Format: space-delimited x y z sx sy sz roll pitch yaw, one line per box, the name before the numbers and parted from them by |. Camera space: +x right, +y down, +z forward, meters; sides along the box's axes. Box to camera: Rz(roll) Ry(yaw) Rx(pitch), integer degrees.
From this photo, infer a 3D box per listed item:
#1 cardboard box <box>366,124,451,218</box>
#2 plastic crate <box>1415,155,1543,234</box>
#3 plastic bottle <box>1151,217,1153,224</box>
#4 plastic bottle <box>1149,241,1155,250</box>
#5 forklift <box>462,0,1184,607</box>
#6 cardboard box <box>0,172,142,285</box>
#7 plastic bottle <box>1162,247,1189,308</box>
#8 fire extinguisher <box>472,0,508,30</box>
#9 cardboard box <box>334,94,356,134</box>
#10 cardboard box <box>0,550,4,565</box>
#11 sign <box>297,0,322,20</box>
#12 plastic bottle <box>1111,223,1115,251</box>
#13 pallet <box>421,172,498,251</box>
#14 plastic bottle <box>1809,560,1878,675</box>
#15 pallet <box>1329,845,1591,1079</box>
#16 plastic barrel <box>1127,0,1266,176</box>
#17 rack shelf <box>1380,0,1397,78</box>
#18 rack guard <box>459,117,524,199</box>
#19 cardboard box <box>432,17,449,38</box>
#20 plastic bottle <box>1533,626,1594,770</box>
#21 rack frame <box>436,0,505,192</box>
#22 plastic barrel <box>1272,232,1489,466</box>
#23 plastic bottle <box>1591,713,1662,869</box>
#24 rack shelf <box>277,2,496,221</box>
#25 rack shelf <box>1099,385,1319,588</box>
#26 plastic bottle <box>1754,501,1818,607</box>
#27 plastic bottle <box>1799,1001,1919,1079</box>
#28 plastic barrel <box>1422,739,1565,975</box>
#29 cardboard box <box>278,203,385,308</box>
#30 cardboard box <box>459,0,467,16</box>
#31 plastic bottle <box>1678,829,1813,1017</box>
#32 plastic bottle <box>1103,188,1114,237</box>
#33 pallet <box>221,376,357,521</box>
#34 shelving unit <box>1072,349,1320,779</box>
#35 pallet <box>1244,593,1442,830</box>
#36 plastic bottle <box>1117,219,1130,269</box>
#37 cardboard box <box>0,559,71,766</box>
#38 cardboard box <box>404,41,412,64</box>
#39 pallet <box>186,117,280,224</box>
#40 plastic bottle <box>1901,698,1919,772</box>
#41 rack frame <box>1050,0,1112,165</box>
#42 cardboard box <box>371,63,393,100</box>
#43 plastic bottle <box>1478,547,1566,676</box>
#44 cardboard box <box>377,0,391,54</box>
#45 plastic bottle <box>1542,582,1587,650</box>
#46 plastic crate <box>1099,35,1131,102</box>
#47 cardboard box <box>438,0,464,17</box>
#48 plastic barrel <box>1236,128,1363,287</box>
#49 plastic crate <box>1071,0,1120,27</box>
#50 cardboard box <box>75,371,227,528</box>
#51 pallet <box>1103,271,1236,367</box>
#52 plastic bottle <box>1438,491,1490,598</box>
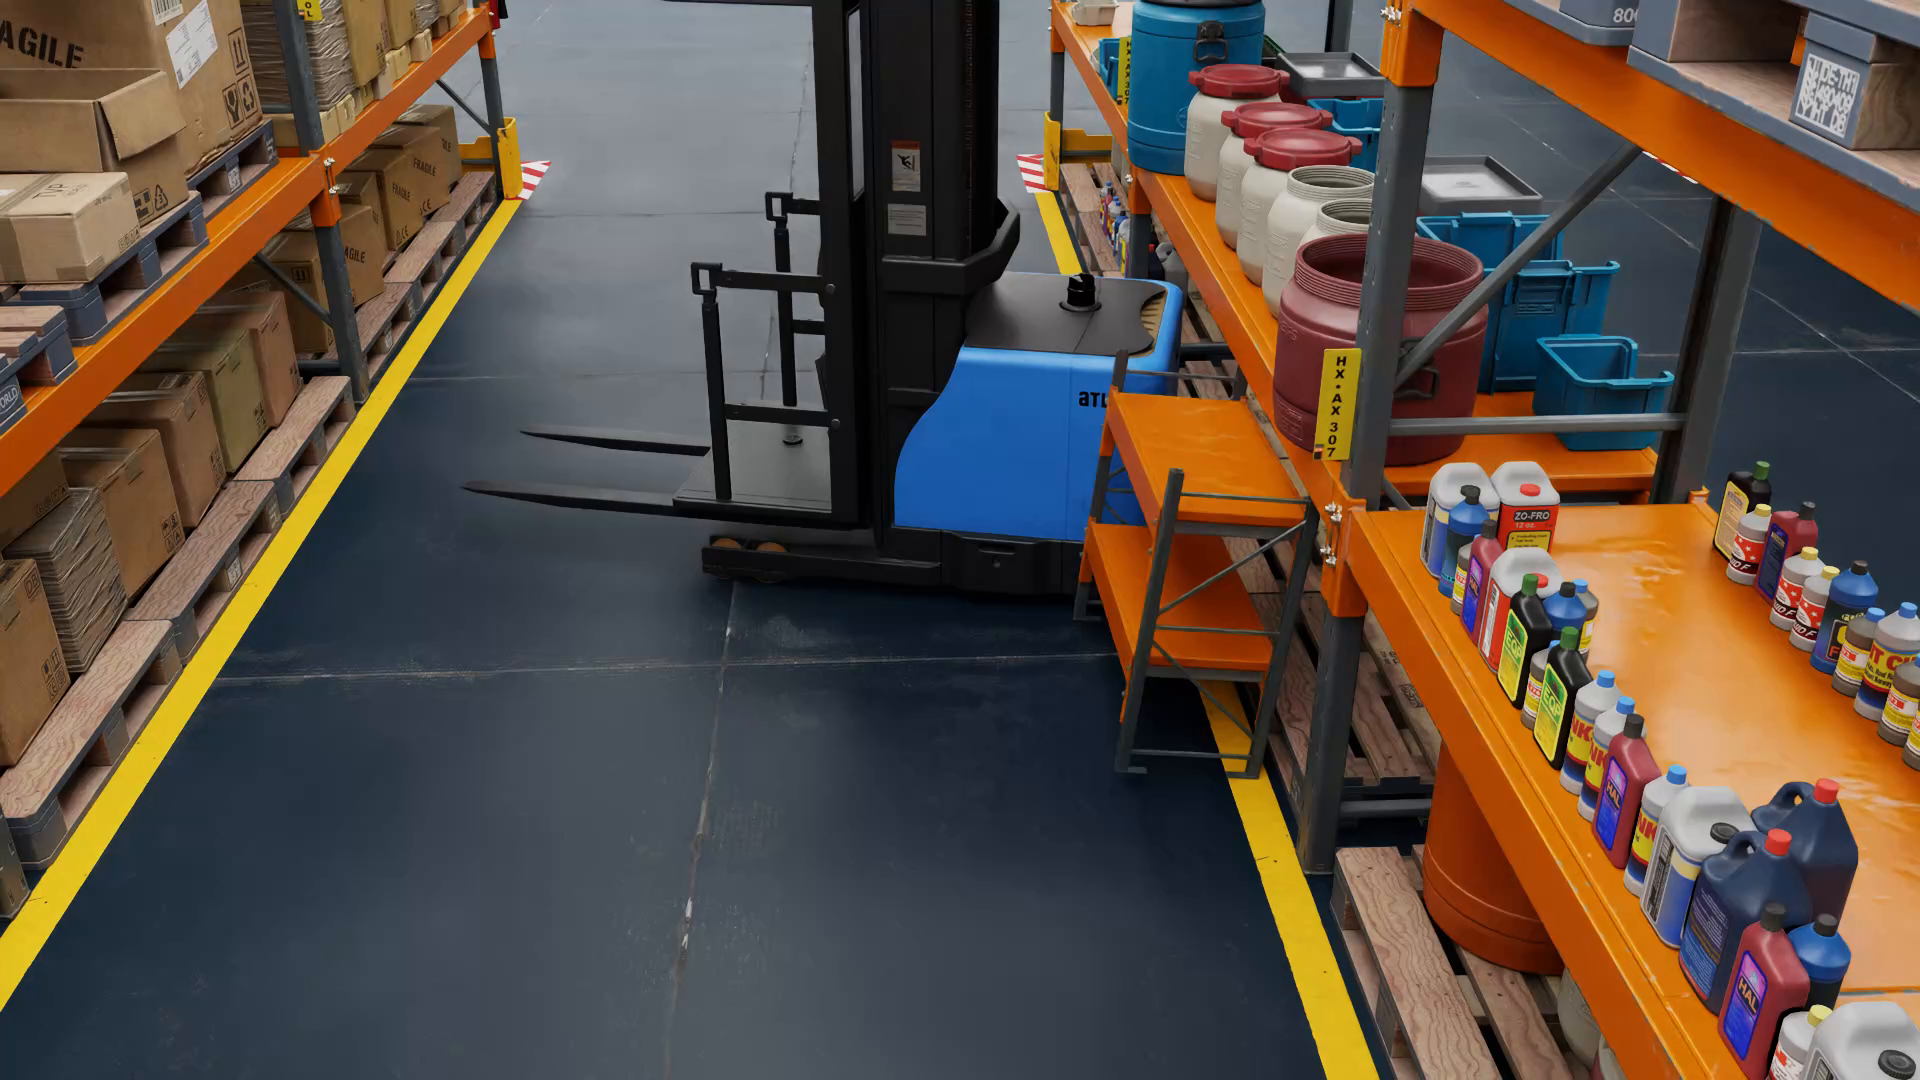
cardboard box | -3.706 -2.400 10.858 0.500 0.500 0.500 6 28 11
plastic crate | 1.798 -1.094 6.034 0.402 0.464 0.583 -1 28 -3
plastic bottle | 1.121 -1.756 9.835 0.061 0.283 0.133 -1 28 -3
plastic bottle | 1.037 -1.559 9.383 0.144 0.351 0.185 -3 28 -5
forklift | -0.613 -1.353 6.675 3.031 2.935 1.130 5 28 9
cardboard box | -3.227 -1.091 5.807 0.500 0.250 0.500 -2 28 -4
plastic bottle | 1.191 -1.473 9.220 0.144 0.351 0.185 -1 28 -3
fire extinguisher | -3.333 -3.916 11.599 0.296 0.674 0.183 -1 28 -3
cardboard box | -3.289 -2.150 8.401 0.380 0.149 0.250 -1 28 -3
cardboard box | -3.434 0.080 5.269 0.500 0.250 0.500 0 28 -1
sign | -3.024 -2.568 7.678 0.100 0.325 0.005 -1 28 -3
plastic bottle | 0.971 -1.865 10.133 0.097 0.201 0.097 0 28 0
pallet | -3.776 -2.239 11.315 1.003 0.211 1.213 -1 28 -3
plastic bottle | 2.034 0.172 3.816 0.097 0.271 0.097 0 28 0
pallet | 1.660 1.288 4.553 1.003 0.211 1.213 -1 28 -3
plastic barrel | 1.086 -2.196 7.674 0.600 0.901 0.708 -1 28 -3
rack shelf | 1.472 -2.246 5.848 1.077 0.370 4.000 -1 28 -3
rack guard | -3.783 -2.743 11.969 1.175 0.500 0.348 -1 28 -3
cardboard box | -3.491 -3.303 10.611 0.380 0.149 0.250 -1 28 -3
plastic bottle | 1.274 0.331 3.498 0.061 0.283 0.133 -1 28 -3
rack frame | -3.787 -3.887 11.458 1.000 3.000 0.127 -1 28 -3
plastic barrel | 1.250 -0.579 4.969 0.600 0.536 0.708 -1 28 -3
plastic bottle | 1.291 0.482 3.208 0.061 0.283 0.133 -1 28 -3
rack shelf | -3.683 -2.644 9.854 1.077 0.370 4.000 -1 28 -3
rack shelf | 0.826 -0.197 5.720 0.538 0.278 1.000 4 27 -7
plastic bottle | 2.036 0.023 4.088 0.061 0.283 0.133 -1 28 -3
plastic bottle | 1.378 0.845 2.519 0.152 0.276 0.135 -1 28 -3
plastic barrel | 1.619 0.690 4.576 0.600 0.830 0.708 -1 28 -3
cardboard box | -3.597 -1.567 9.260 0.500 0.500 0.500 7 28 14
cardboard box | -3.566 -3.649 11.274 0.380 0.149 0.250 -1 28 -3
plastic bottle | 1.353 0.632 2.848 0.144 0.351 0.185 -1 28 -3
plastic bottle | 0.936 -2.047 10.393 0.061 0.283 0.133 -1 28 -2
pallet | -3.536 -0.443 7.872 1.003 0.211 1.213 -1 28 -3
shelving unit | 0.793 0.061 5.853 0.538 1.125 1.048 4 27 -7
pallet | 1.575 0.566 5.937 1.003 0.211 1.213 -1 28 -3
plastic bottle | 1.015 -1.750 9.831 0.152 0.276 0.135 -1 28 -2
cardboard box | -3.424 0.412 5.443 0.700 0.500 0.500 -3 28 -5
cardboard box | -3.439 -2.841 9.726 0.380 0.149 0.250 -1 28 -3
pallet | -3.684 -1.598 7.277 1.003 0.211 1.213 -1 28 -3
plastic bottle | 2.054 0.383 3.487 0.097 0.201 0.097 0 28 0
rack frame | 1.159 -4.006 11.688 1.000 3.000 0.127 -1 28 -3
cardboard box | -3.324 -2.497 9.065 0.380 0.149 0.250 -1 28 -3
plastic bottle | 1.301 0.165 3.825 0.152 0.276 0.135 -1 28 -3
cardboard box | -3.658 -2.885 9.108 0.875 0.500 0.500 -1 28 -3
plastic bottle | 1.340 0.219 3.725 0.097 0.271 0.097 0 28 0
plastic crate | 1.039 -2.598 9.148 0.499 0.251 0.616 -1 28 -3
cardboard box | -3.640 -3.580 10.441 0.875 0.500 0.500 -1 28 -3
plastic barrel | 1.260 -1.233 6.224 0.433 0.535 0.433 0 28 0
plastic crate | 0.885 -3.468 10.941 0.298 0.136 0.250 -1 28 -3
cardboard box | -3.532 -0.363 6.930 0.700 0.500 0.500 -4 28 -7
pallet | 1.375 -1.234 9.387 1.003 0.211 1.213 -1 28 -3
plastic bottle | 1.255 0.007 4.132 0.097 0.271 0.097 0 28 0
